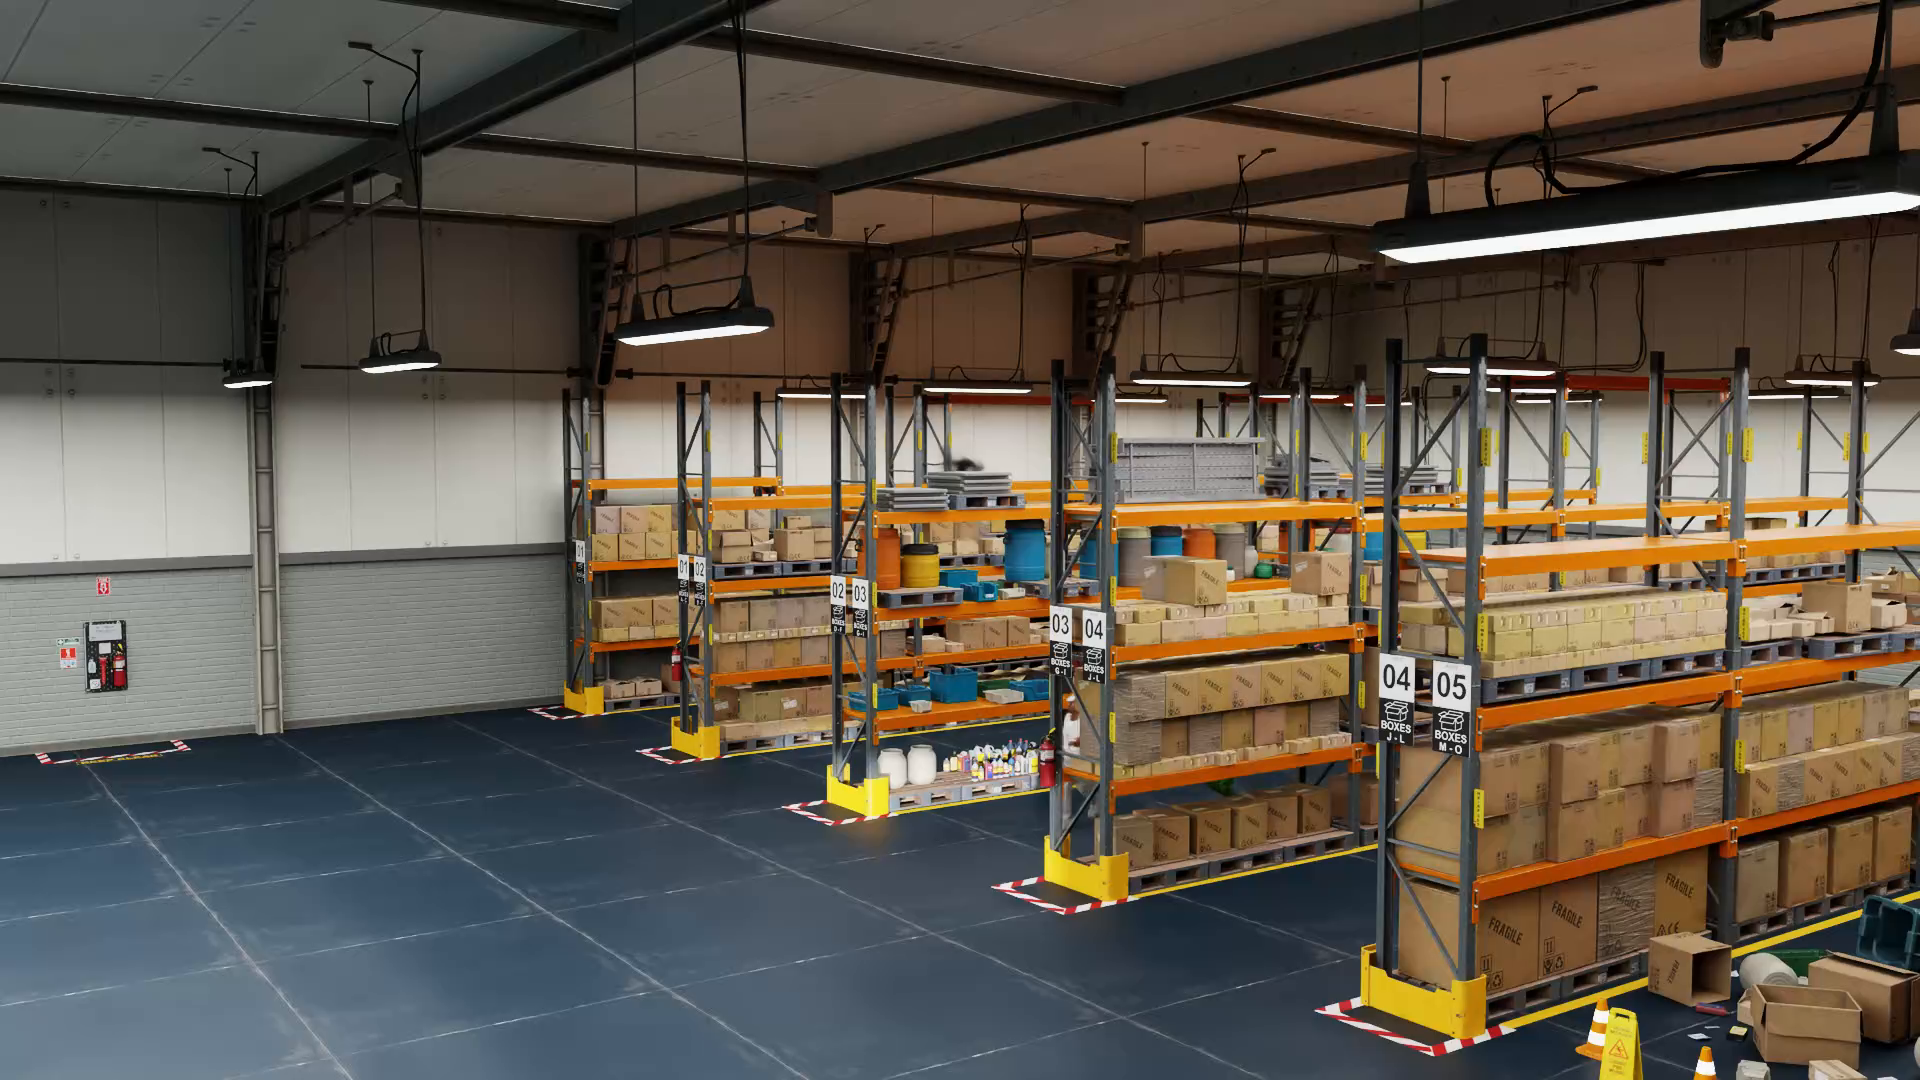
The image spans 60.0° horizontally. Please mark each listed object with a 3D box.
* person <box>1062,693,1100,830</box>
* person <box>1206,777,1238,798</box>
[{"bbox_3d":[1.568,2.881,21.782,0.682,1.780,0.914,3,5,43],"label":"person"},{"bbox_3d":[3.561,2.871,22.126,0.590,1.751,0.673,-3,5,-37],"label":"person"}]
